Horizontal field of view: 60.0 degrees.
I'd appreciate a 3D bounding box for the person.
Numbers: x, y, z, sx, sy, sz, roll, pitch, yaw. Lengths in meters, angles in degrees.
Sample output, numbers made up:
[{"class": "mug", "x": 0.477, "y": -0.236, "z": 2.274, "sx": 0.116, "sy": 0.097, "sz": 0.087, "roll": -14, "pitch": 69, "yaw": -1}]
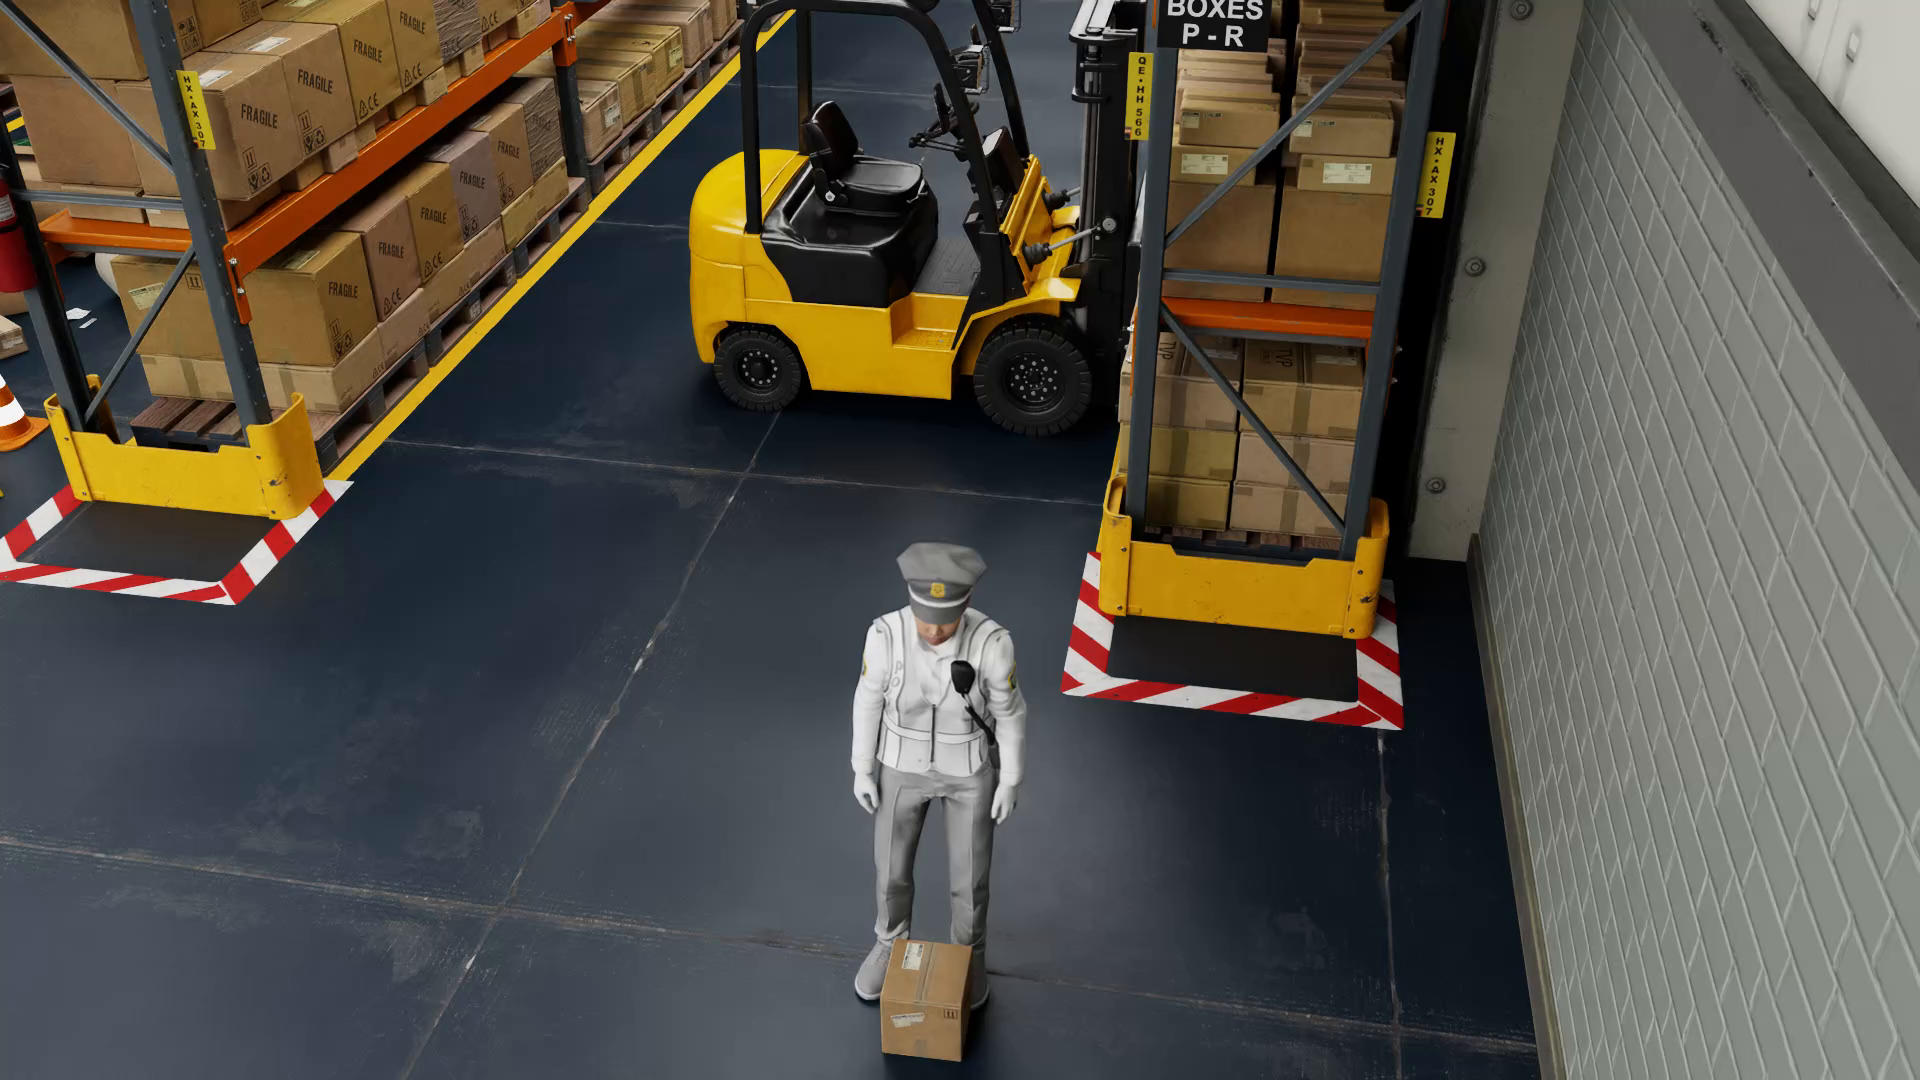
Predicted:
[{"class": "person", "x": -0.067, "y": 0.712, "z": 5.021, "sx": 0.526, "sy": 1.662, "sz": 0.374, "roll": 4, "pitch": 33, "yaw": 6}]
